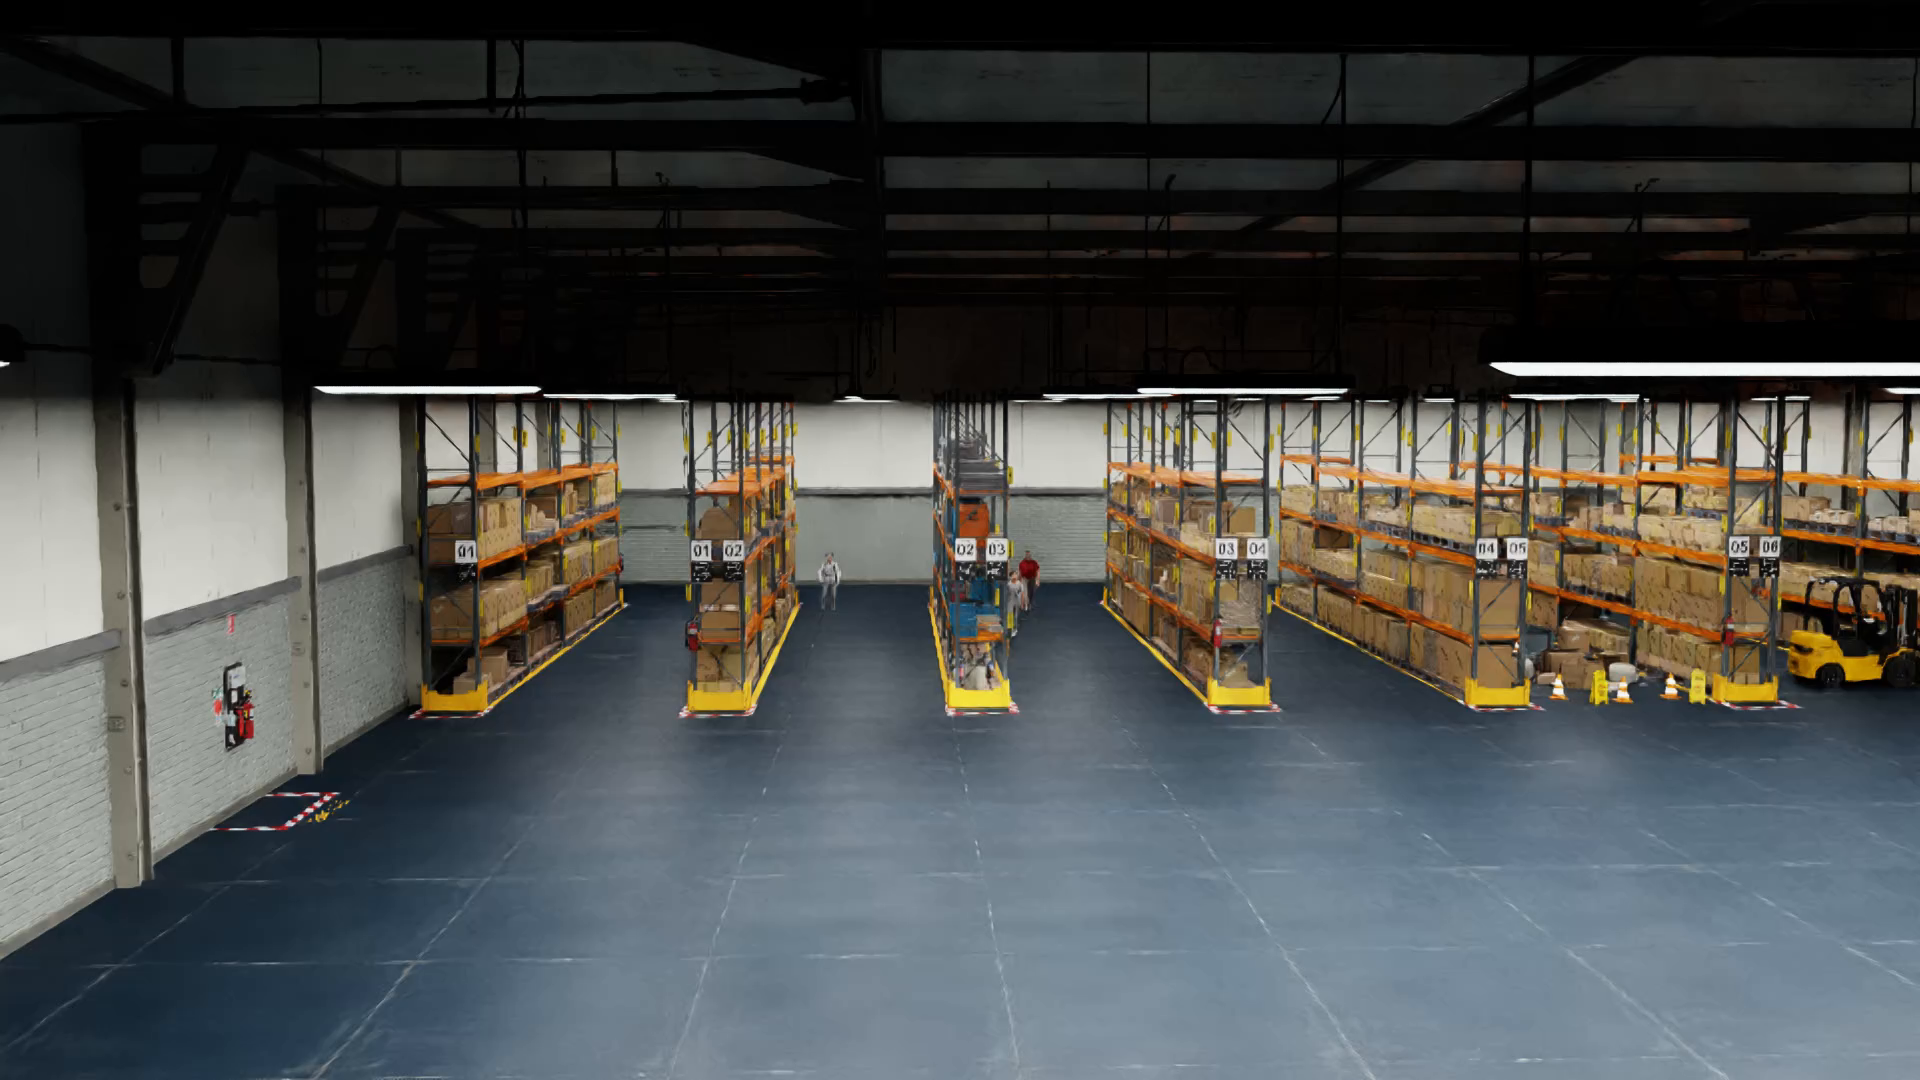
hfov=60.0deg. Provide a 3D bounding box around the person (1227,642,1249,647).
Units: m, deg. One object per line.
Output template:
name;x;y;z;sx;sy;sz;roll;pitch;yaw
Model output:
person;6.599;1.667;39.201;0.729;1.733;0.546;0;5;-4

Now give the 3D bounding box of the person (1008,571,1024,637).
person;1.358;1.559;41.133;0.453;1.612;1.019;0;5;-4

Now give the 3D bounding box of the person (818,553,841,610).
person;-3.631;1.144;46.273;0.639;1.632;0.506;0;5;-4

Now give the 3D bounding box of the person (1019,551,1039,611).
person;1.920;1.127;46.105;0.556;1.666;1.030;0;5;-3

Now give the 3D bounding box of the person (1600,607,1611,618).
person;17.197;1.278;44.609;0.532;1.588;0.535;2;5;21
